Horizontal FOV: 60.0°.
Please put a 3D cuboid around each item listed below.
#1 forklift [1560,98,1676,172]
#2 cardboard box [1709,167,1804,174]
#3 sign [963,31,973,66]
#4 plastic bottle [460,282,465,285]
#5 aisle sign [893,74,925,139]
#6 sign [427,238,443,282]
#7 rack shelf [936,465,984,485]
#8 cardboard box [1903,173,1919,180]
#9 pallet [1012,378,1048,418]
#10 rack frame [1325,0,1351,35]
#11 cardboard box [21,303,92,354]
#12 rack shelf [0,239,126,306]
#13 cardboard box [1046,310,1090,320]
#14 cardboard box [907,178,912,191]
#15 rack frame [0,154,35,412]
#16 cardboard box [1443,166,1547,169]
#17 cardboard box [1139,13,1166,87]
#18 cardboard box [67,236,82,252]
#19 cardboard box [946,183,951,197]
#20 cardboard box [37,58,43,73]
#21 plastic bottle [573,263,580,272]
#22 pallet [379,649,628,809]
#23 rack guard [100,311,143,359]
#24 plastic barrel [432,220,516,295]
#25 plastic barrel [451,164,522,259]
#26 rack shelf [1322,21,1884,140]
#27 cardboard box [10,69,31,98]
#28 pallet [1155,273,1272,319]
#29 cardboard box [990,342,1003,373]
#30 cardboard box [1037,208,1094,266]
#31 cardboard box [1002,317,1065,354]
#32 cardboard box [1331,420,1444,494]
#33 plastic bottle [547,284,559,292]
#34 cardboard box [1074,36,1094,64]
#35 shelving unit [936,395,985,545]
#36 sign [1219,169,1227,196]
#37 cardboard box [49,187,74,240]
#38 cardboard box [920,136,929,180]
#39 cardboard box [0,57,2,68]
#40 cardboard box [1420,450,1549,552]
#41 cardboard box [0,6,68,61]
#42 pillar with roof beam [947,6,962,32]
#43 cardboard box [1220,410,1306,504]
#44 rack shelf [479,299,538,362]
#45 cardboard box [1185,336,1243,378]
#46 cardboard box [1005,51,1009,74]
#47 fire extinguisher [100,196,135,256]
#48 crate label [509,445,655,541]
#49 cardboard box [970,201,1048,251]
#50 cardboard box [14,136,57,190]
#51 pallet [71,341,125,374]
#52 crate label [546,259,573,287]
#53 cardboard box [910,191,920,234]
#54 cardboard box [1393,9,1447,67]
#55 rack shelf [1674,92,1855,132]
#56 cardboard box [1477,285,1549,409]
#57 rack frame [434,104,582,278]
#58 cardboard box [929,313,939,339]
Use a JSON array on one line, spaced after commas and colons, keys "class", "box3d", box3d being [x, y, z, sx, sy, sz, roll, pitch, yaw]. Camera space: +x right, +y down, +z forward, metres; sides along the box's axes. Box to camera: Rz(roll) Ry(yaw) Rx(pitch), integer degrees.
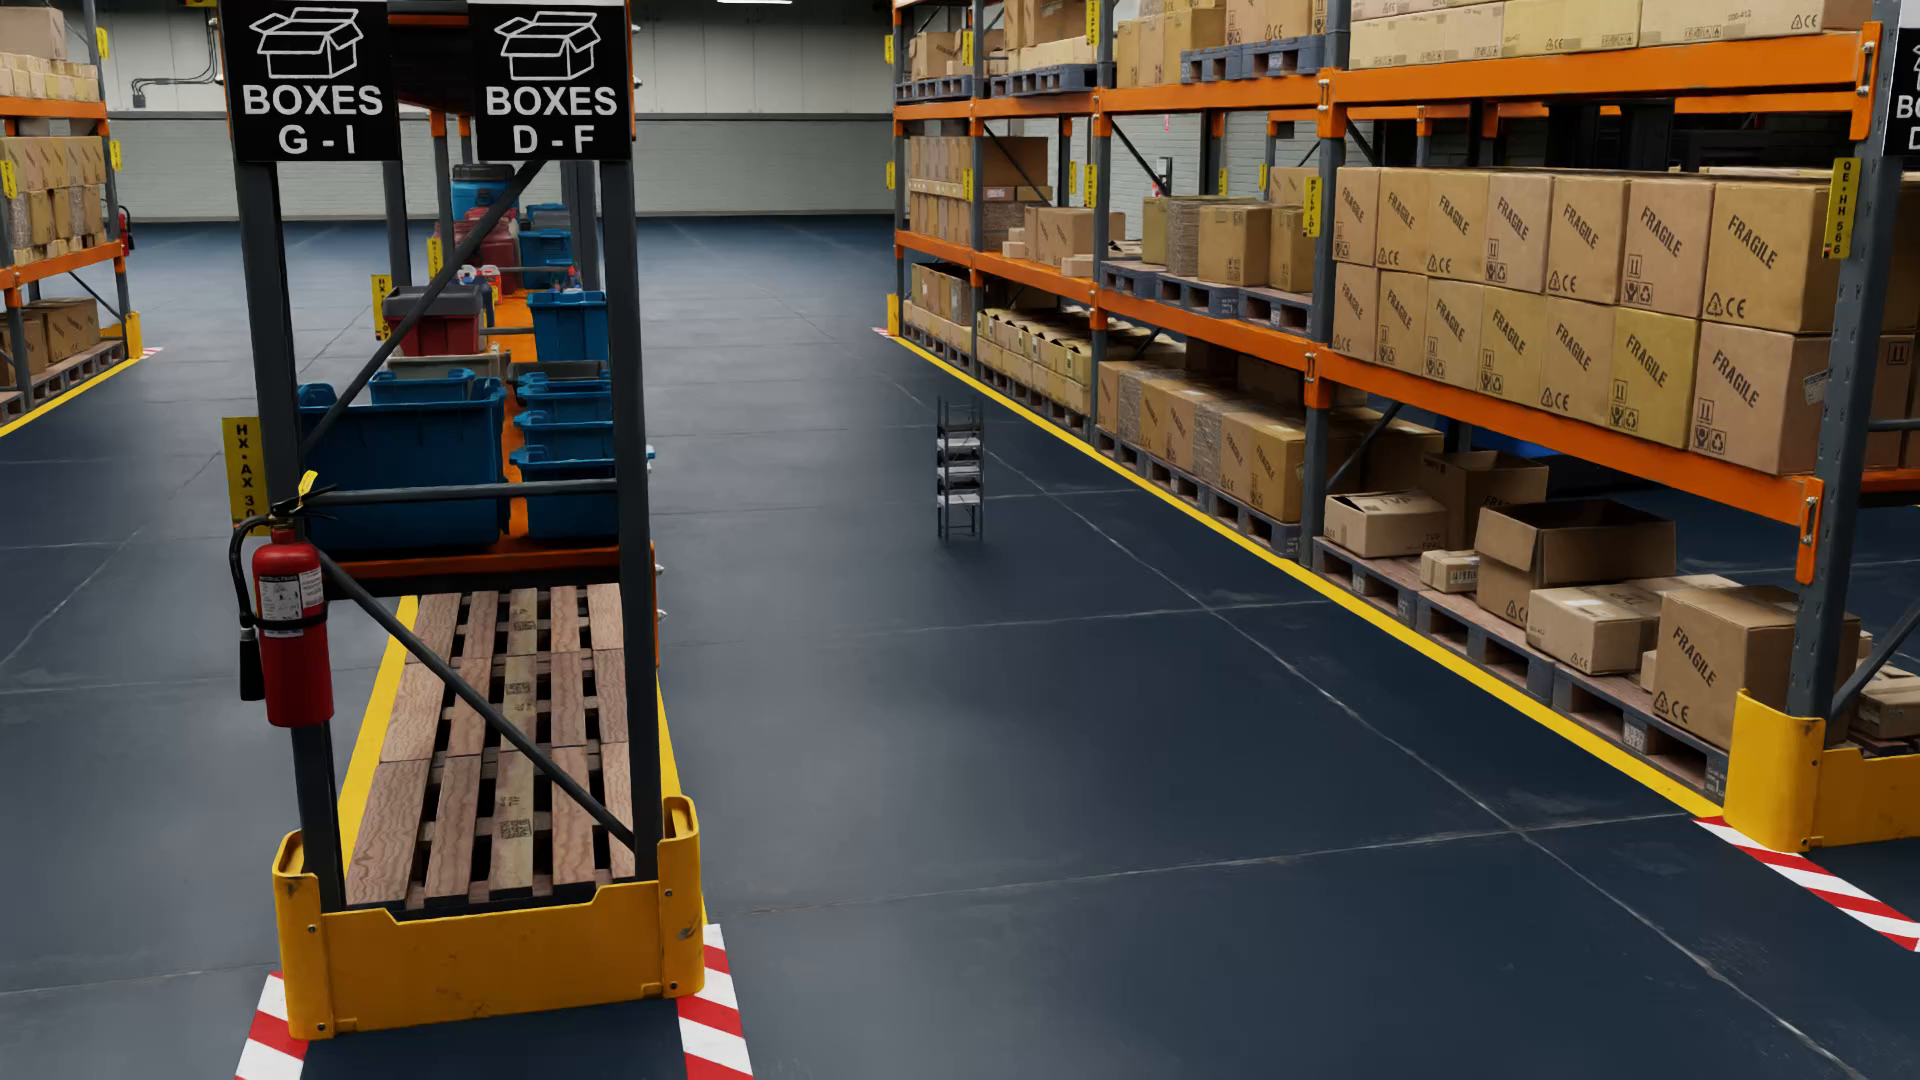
[{"class": "forklift", "box3d": [5.161, -2.216, 13.320, 4.148, 2.935, 3.210, -6, 15, -22]}, {"class": "cardboard box", "box3d": [6.357, -2.846, 13.296, 0.500, 0.250, 0.500, -3, 14, -14]}, {"class": "sign", "box3d": [0.081, -4.883, 16.518, 0.100, 0.325, 0.005, -3, 14, -13]}, {"class": "plastic bottle", "box3d": [-3.143, -1.472, 10.392, 0.152, 0.276, 0.135, -3, 14, -13]}, {"class": "aisle sign", "box3d": [-0.632, -5.351, 20.533, 0.394, 0.787, 0.004, -3, 14, -13]}, {"class": "sign", "box3d": [-3.789, -2.017, 12.018, 0.100, 0.325, 0.005, -3, 14, -13]}, {"class": "rack shelf", "box3d": [0.002, -0.403, 10.321, 0.258, 0.077, 0.200, -3, 14, -13]}, {"class": "cardboard box", "box3d": [6.845, -2.378, 11.382, 0.500, 0.250, 0.500, -3, 14, -12]}, {"class": "pallet", "box3d": [1.122, -1.363, 15.563, 1.003, 0.211, 1.213, -3, 14, -13]}, {"class": "rack frame", "box3d": [2.499, -4.236, 8.807, 1.000, 3.000, 0.127, -3, 14, -13]}, {"class": "cardboard box", "box3d": [-9.645, -2.248, 17.690, 0.500, 0.500, 0.500, 0, 14, 2]}, {"class": "rack shelf", "box3d": [-9.479, -2.728, 16.790, 1.077, 0.370, 4.000, -3, 14, -13]}, {"class": "cardboard box", "box3d": [1.123, -2.111, 16.476, 0.500, 0.311, 0.500, -3, 14, -12]}, {"class": "cardboard box", "box3d": [-0.436, -4.352, 20.341, 0.380, 0.149, 0.250, -3, 14, -14]}, {"class": "rack frame", "box3d": [-9.010, -2.616, 14.816, 1.000, 3.000, 0.127, -3, 14, -13]}, {"class": "cardboard box", "box3d": [2.870, -1.754, 8.970, 0.500, 0.500, 0.500, -3, 14, -13]}, {"class": "cardboard box", "box3d": [1.815, -3.534, 12.042, 0.910, 0.500, 0.500, -3, 14, -13]}, {"class": "cardboard box", "box3d": [-9.227, -3.023, 17.009, 0.380, 0.149, 0.250, -3, 14, -13]}, {"class": "cardboard box", "box3d": [0.052, -3.875, 18.391, 0.380, 0.149, 0.250, -3, 14, -12]}, {"class": "cardboard box", "box3d": [-9.223, -4.643, 16.266, 0.380, 0.149, 0.250, -3, 14, -12]}, {"class": "plastic bottle", "box3d": [-2.746, -1.844, 11.898, 0.061, 0.283, 0.133, -3, 14, -13]}, {"class": "pallet", "box3d": [-1.816, 0.757, 6.883, 1.003, 0.211, 1.213, -3, 14, -13]}, {"class": "rack guard", "box3d": [-9.931, -2.307, 18.818, 1.175, 0.500, 0.348, -3, 14, -13]}, {"class": "plastic barrel", "box3d": [-3.659, -2.126, 12.522, 0.600, 0.536, 0.708, -3, 14, -13]}, {"class": "plastic barrel", "box3d": [-4.399, -3.030, 15.453, 0.600, 0.901, 0.708, -3, 14, -13]}, {"class": "rack shelf", "box3d": [2.969, -1.968, 7.360, 1.077, 0.370, 4.000, -3, 14, -13]}, {"class": "cardboard box", "box3d": [-8.996, -4.241, 15.460, 0.500, 0.250, 0.500, -3, 14, -14]}, {"class": "pallet", "box3d": [2.021, -1.703, 11.483, 1.003, 0.211, 1.213, -3, 14, -13]}, {"class": "cardboard box", "box3d": [0.593, -1.811, 16.429, 0.500, 0.250, 0.500, -3, 14, -12]}, {"class": "cardboard box", "box3d": [1.026, -2.801, 15.362, 0.500, 0.500, 0.500, -3, 14, -13]}, {"class": "cardboard box", "box3d": [0.711, -1.964, 15.873, 0.500, 0.311, 0.500, -4, 14, -15]}, {"class": "cardboard box", "box3d": [2.623, -0.447, 10.276, 0.500, 0.500, 0.500, -4, 14, -16]}, {"class": "plastic bottle", "box3d": [-2.513, -1.445, 10.291, 0.098, 0.271, 0.098, 0, 14, 0]}, {"class": "cardboard box", "box3d": [1.258, -4.055, 13.814, 0.500, 0.250, 0.500, -3, 14, -12]}, {"class": "shelving unit", "box3d": [0.002, -0.435, 10.313, 0.258, 0.900, 0.210, -3, 14, -13]}, {"class": "sign", "box3d": [2.085, -2.801, 13.300, 0.100, 0.325, 0.005, -3, 14, -13]}, {"class": "cardboard box", "box3d": [-9.431, -3.261, 16.619, 0.875, 0.500, 0.500, -3, 14, -13]}, {"class": "cardboard box", "box3d": [-0.080, -4.528, 19.695, 0.700, 0.500, 0.500, -4, 14, -15]}, {"class": "cardboard box", "box3d": [-8.786, -4.287, 14.808, 0.380, 0.149, 0.250, -4, 14, -15]}, {"class": "cardboard box", "box3d": [2.909, -0.206, 9.290, 0.500, 0.500, 0.500, -3, 14, -13]}, {"class": "cardboard box", "box3d": [-9.339, -5.089, 16.725, 0.500, 0.500, 0.500, -3, 14, -13]}, {"class": "pillar with roof beam", "box3d": [-4.321, -12.465, 42.488, 9.100, 9.000, 0.400, -3, 14, -13]}, {"class": "cardboard box", "box3d": [1.997, -0.534, 10.632, 0.500, 0.500, 0.500, -3, 14, -13]}, {"class": "rack shelf", "box3d": [-2.786, -1.159, 10.366, 1.077, 0.370, 4.000, -3, 14, -13]}, {"class": "cardboard box", "box3d": [2.025, -1.393, 12.569, 0.500, 0.250, 0.500, -3, 14, -11]}, {"class": "cardboard box", "box3d": [0.759, -5.076, 17.174, 0.500, 0.500, 0.500, -2, 14, -9]}, {"class": "fire extinguisher", "box3d": [-9.528, -3.554, 18.816, 0.296, 0.674, 0.183, -3, 14, -13]}, {"class": "crate label", "box3d": [-1.115, -0.147, 4.936, 0.416, 0.233, 0.303, -3, 14, -13]}, {"class": "cardboard box", "box3d": [0.510, -3.318, 17.478, 0.700, 0.500, 0.500, -4, 14, -15]}, {"class": "cardboard box", "box3d": [-9.104, -3.644, 16.077, 0.500, 0.500, 0.500, -3, 14, -13]}, {"class": "pallet", "box3d": [-9.775, -1.978, 18.077, 1.003, 0.211, 1.213, -3, 14, -13]}, {"class": "crate label", "box3d": [-2.990, -2.006, 12.672, 0.303, 0.233, 0.416, -3, 14, -13]}, {"class": "cardboard box", "box3d": [-0.222, -4.031, 20.394, 0.700, 0.500, 0.500, -3, 14, -13]}, {"class": "cardboard box", "box3d": [2.486, -2.465, 8.192, 0.500, 0.250, 0.500, -3, 14, -13]}, {"class": "rack shelf", "box3d": [6.844, -3.168, 12.270, 1.077, 0.370, 4.000, -3, 14, -13]}, {"class": "cardboard box", "box3d": [2.714, -0.887, 7.528, 0.500, 0.500, 0.500, -3, 14, -14]}, {"class": "rack frame", "box3d": [-3.256, -1.970, 12.169, 1.000, 3.000, 0.127, -3, 14, -13]}, {"class": "cardboard box", "box3d": [-0.059, -2.477, 19.152, 0.500, 0.250, 0.500, -3, 14, -13]}]
